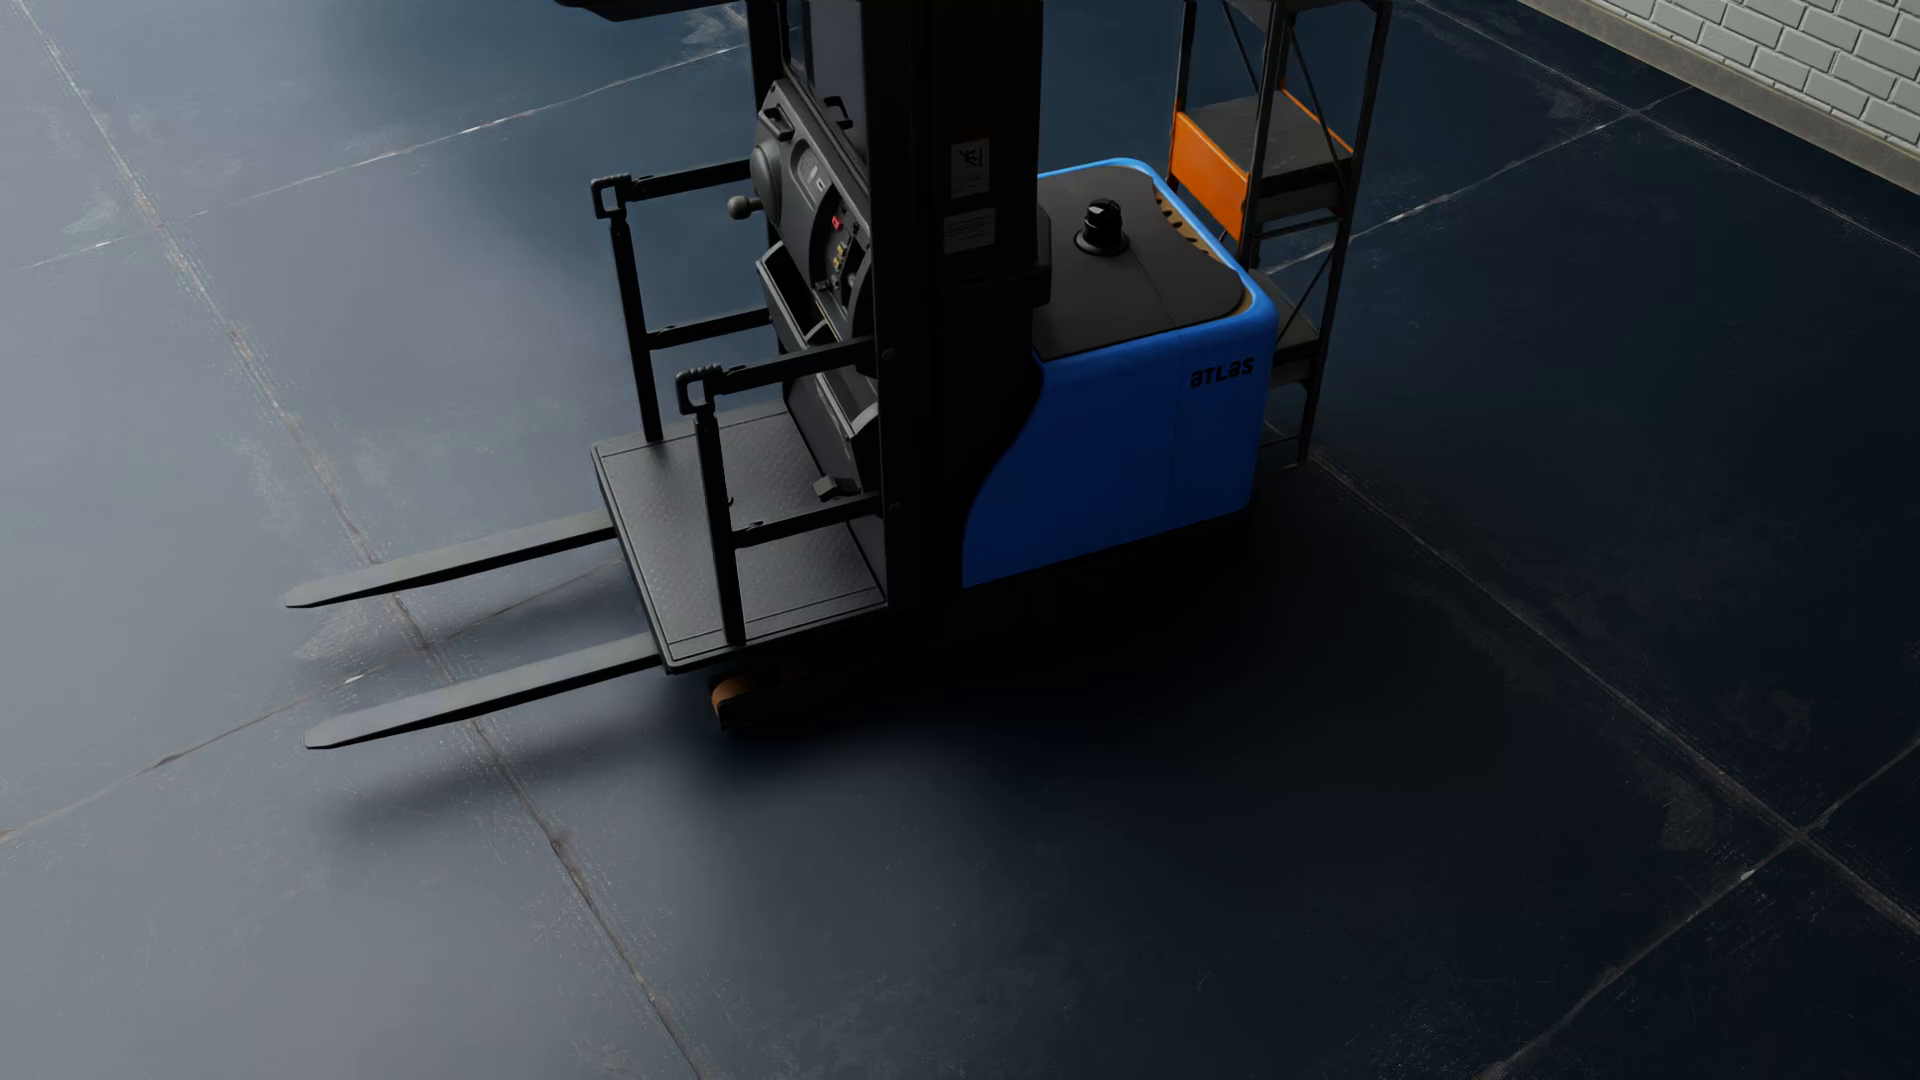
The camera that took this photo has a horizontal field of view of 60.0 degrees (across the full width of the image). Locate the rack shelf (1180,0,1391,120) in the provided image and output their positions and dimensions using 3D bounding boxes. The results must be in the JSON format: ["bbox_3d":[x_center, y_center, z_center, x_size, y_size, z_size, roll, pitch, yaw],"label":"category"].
[{"bbox_3d":[0.974,-1.635,4.948,0.431,0.518,0.480,-16,46,-16],"label":"rack shelf"}]

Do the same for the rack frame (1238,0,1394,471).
[{"bbox_3d":[1.067,-0.983,5.259,0.400,2.100,0.015,-16,46,-16],"label":"rack frame"}]

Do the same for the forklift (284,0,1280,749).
[{"bbox_3d":[-0.602,-0.896,4.566,3.031,2.935,1.130,-15,46,-15],"label":"forklift"}]

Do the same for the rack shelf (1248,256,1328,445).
[{"bbox_3d":[0.974,-0.622,5.915,0.431,0.518,0.480,-16,46,-16],"label":"rack shelf"}]

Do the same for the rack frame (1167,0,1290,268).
[{"bbox_3d":[0.880,-1.294,5.585,0.400,2.100,0.015,-16,46,-16],"label":"rack frame"}]

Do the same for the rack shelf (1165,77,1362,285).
[{"bbox_3d":[0.974,-1.129,5.432,0.431,0.518,0.480,-16,46,-16],"label":"rack shelf"}]

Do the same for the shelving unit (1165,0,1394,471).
[{"bbox_3d":[0.974,-1.139,5.422,0.431,2.100,0.503,-16,46,-16],"label":"shelving unit"}]
